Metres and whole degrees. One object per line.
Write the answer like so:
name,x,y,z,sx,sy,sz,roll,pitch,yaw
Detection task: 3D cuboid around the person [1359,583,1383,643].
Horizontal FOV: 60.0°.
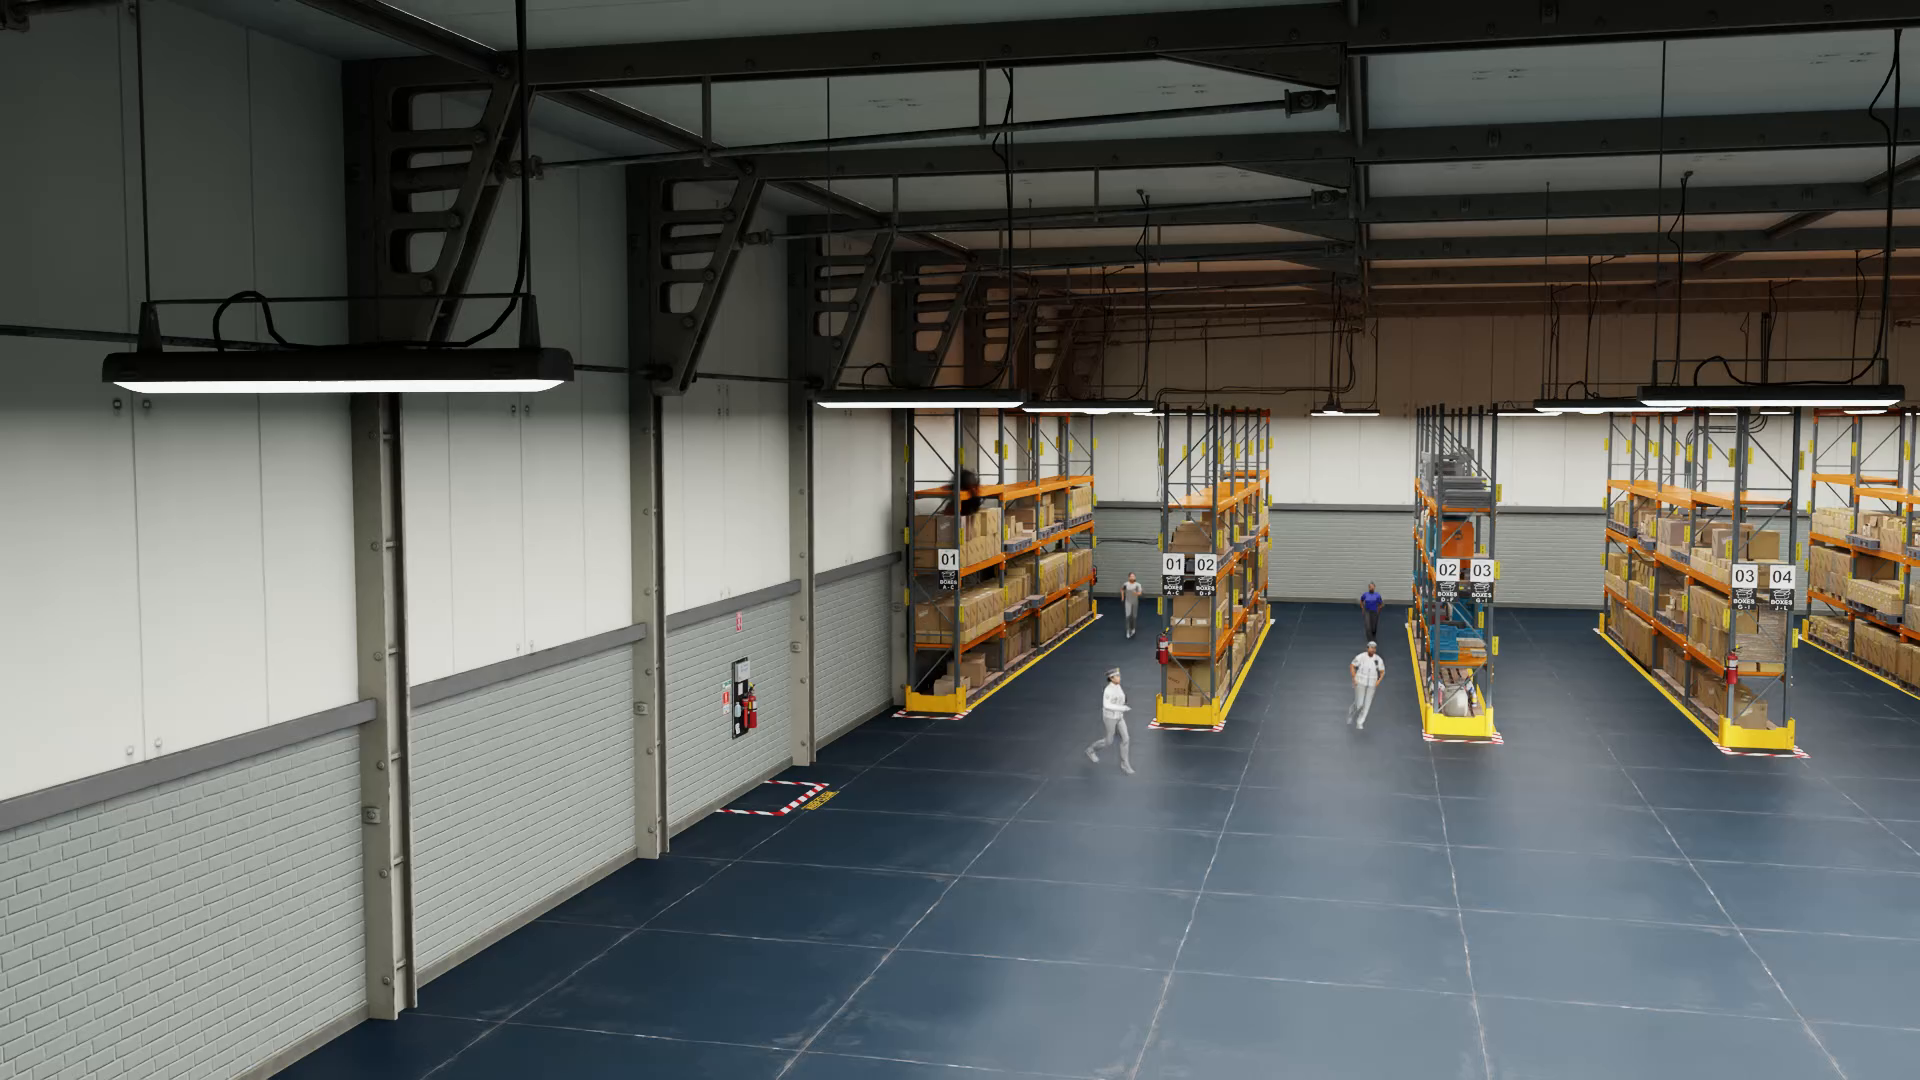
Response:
person,10.312,1.887,41.714,0.578,1.648,0.792,1,4,14

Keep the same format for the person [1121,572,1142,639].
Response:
person,4.503,1.705,43.701,0.538,1.728,0.766,0,4,3

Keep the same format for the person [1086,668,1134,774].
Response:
person,2.452,2.927,27.085,0.895,1.738,0.647,3,5,31

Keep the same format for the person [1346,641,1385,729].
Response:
person,7.543,2.679,30.835,0.670,1.615,0.521,0,4,2
